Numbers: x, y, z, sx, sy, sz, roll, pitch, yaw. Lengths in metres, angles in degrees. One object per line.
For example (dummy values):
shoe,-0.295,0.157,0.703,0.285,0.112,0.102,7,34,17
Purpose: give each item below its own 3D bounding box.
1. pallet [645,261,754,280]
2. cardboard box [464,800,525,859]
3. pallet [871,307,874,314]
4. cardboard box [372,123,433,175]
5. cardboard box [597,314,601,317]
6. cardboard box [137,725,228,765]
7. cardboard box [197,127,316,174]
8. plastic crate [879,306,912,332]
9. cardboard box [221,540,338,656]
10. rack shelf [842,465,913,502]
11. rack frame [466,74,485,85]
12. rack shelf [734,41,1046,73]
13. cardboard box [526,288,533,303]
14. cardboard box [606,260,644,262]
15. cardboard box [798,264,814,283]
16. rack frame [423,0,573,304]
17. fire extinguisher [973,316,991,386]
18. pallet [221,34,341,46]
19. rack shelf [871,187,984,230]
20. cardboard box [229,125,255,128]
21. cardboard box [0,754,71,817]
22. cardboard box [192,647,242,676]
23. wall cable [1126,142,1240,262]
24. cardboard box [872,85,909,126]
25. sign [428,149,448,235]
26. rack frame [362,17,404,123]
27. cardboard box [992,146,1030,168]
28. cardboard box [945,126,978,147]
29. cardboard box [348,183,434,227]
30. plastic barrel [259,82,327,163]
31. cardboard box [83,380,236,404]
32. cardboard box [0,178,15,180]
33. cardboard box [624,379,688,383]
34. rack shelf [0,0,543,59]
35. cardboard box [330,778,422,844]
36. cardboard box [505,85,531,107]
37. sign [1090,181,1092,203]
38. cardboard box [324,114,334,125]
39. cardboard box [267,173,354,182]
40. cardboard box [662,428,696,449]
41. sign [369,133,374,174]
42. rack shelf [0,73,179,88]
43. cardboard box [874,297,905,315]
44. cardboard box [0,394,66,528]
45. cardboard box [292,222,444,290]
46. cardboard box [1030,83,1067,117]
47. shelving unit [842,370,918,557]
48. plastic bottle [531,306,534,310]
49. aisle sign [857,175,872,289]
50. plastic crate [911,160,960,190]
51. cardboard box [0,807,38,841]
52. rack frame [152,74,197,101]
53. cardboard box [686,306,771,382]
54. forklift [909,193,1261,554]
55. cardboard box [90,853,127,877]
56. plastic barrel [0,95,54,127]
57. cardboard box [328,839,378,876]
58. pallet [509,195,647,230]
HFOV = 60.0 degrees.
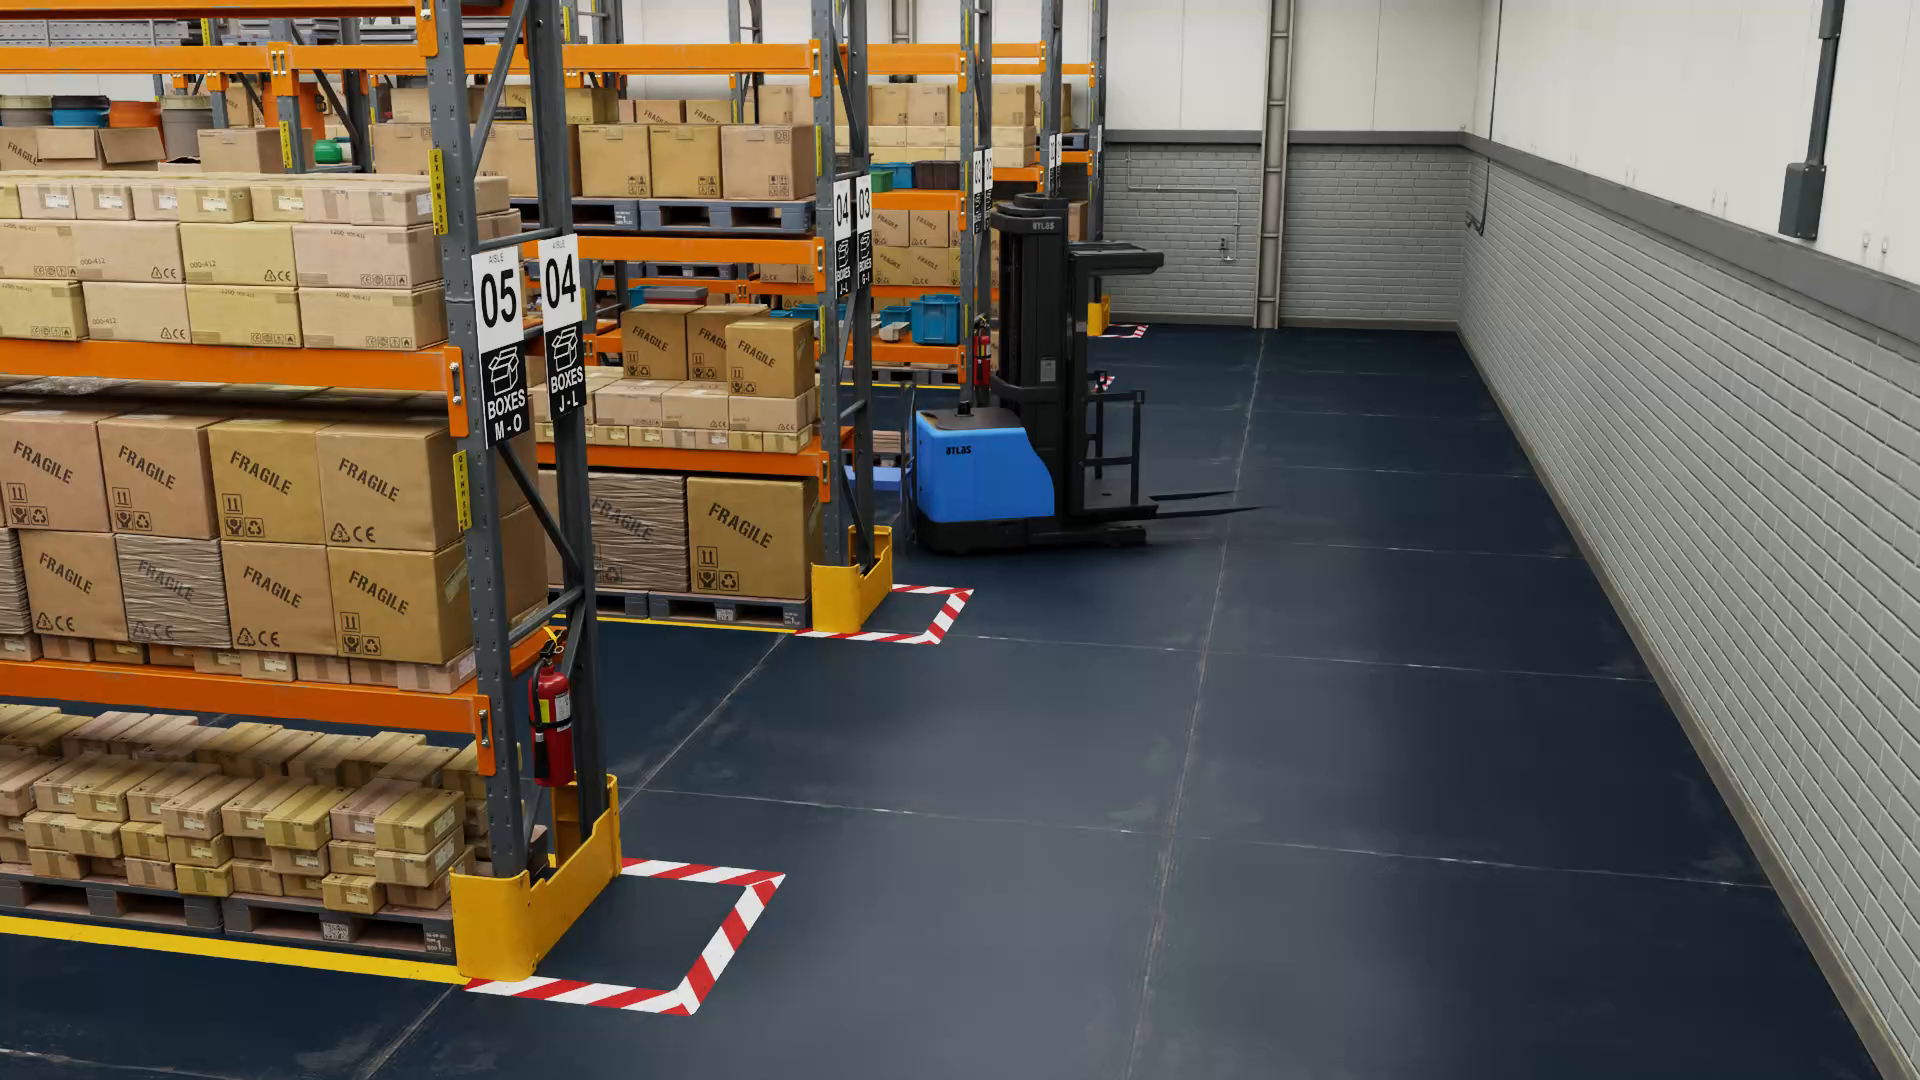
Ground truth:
pallet,-3.529,-3.708,22.620,1.213,0.211,1.003,3,16,11
cardboard box,-2.363,1.426,8.278,0.250,0.149,0.380,3,16,12
pallet,-1.055,-3.621,27.169,1.213,0.211,1.003,3,16,11
cardboard box,-3.967,-2.857,12.407,0.500,0.500,0.700,2,16,8
cardboard box,-5.218,-2.934,23.324,0.500,0.500,0.500,3,16,9
cardboard box,-3.918,1.081,8.409,0.250,0.149,0.380,3,16,11
cardboard box,-5.316,-2.863,12.616,0.500,0.500,0.700,3,16,12
plastic crate,-0.661,-2.304,17.392,0.300,0.233,0.416,3,16,11
cardboard box,-2.909,0.189,7.445,0.500,0.500,0.500,3,16,10
rack shelf,-0.929,-0.497,14.151,1.000,0.185,0.538,3,16,10
rack frame,-6.688,-6.834,22.305,0.127,3.000,1.000,3,16,11
rack shelf,-0.808,-6.166,21.250,4.000,0.370,1.077,3,16,11
cardboard box,-7.395,-4.348,28.427,0.500,0.500,0.700,3,16,11
cardboard box,-4.512,-4.058,22.550,0.500,0.500,0.700,-1,16,-3
cardboard box,-1.821,-3.653,21.874,0.500,0.500,0.500,3,16,12
rack frame,-1.914,-2.525,6.750,0.127,3.000,1.000,3,16,11
fire extinguisher,0.218,-1.878,16.495,0.183,0.674,0.296,3,16,11
pallet,-6.978,-5.208,17.539,1.003,0.211,1.213,3,16,11
rack shelf,-1.799,-3.427,16.972,4.000,0.370,1.077,3,16,11
cardboard box,-10.006,-5.696,23.311,0.500,0.250,0.500,5,16,17
cardboard box,-4.528,1.184,8.037,0.250,0.149,0.380,3,16,12
cardboard box,-3.281,0.482,7.602,0.250,0.149,0.380,2,16,9
wall cable,3.578,-5.482,26.761,1.851,1.984,0.084,3,16,11
cardboard box,-0.811,-5.614,21.461,0.500,0.500,0.700,3,16,11
sign,-2.044,-1.362,6.512,0.005,0.325,0.100,3,16,11
rack frame,-9.624,-8.343,27.752,0.127,3.000,1.000,3,16,11
cardboard box,0.596,-4.849,21.039,0.500,0.250,0.500,3,16,11
cardboard box,0.107,-5.118,21.076,0.500,0.250,0.500,3,16,11
cardboard box,-2.298,-1.381,6.837,0.250,0.149,0.380,3,16,11
plastic barrel,-7.123,-4.471,17.803,0.708,0.830,0.600,3,16,11
cardboard box,-3.802,-0.485,8.007,0.500,0.500,0.500,3,16,9
cardboard box,-4.318,-1.492,7.236,0.250,0.149,0.380,4,16,14
cardboard box,-2.245,-1.147,12.736,0.500,0.250,0.500,3,16,9
rack shelf,-3.873,-2.283,7.230,4.000,0.370,1.077,3,16,11
cardboard box,-2.718,1.261,7.761,0.250,0.149,0.380,3,16,12
cardboard box,-5.762,-5.866,22.371,0.500,0.500,0.500,3,16,11
sign,2.013,-5.344,25.553,0.005,0.325,0.100,3,16,11
cardboard box,-10.661,-6.947,28.110,0.500,0.500,0.500,2,16,6
cardboard box,-2.921,-1.582,7.562,0.250,0.149,0.380,3,16,12
cardboard box,-1.987,-0.778,12.153,0.250,0.149,0.380,3,16,12
sign,-4.637,-3.017,13.028,0.005,0.325,0.100,3,16,11
rack shelf,-12.568,-6.614,23.607,4.000,0.370,1.077,3,16,11
cardboard box,-1.072,-3.957,27.054,0.500,0.500,0.700,3,16,12
cardboard box,-4.441,-0.374,7.604,0.500,0.500,0.500,3,16,12
cardboard box,-2.416,-1.206,6.952,0.500,0.250,0.500,3,16,9
cardboard box,1.364,-6.766,25.582,0.500,0.500,0.500,3,16,11
shelving unit,-0.929,-0.670,14.103,1.048,1.500,0.538,3,16,10
plastic bottle,-4.445,-2.315,17.448,0.133,0.283,0.061,3,16,11
aisle sign,-0.696,-2.253,12.138,0.004,0.787,0.394,3,16,11
plastic crate,-0.161,-3.697,16.847,0.590,0.269,0.497,3,16,11
cardboard box,-4.501,1.314,8.126,0.250,0.149,0.380,4,16,14
rack frame,-13.544,-8.555,28.521,0.127,3.000,1.000,3,16,11
cardboard box,-1.733,-1.481,12.539,0.500,0.500,0.500,3,16,10
forklift,1.119,-1.480,14.346,3.031,2.935,1.130,-4,16,-13
cardboard box,-3.988,1.481,8.081,0.250,0.149,0.380,4,16,13
plastic barrel,-10.416,-4.542,18.712,0.600,0.901,0.600,0,15,0
cardboard box,-2.733,1.413,7.768,0.250,0.149,0.380,3,16,10
pallet,-2.754,-2.430,12.191,1.213,0.211,1.003,3,16,11
